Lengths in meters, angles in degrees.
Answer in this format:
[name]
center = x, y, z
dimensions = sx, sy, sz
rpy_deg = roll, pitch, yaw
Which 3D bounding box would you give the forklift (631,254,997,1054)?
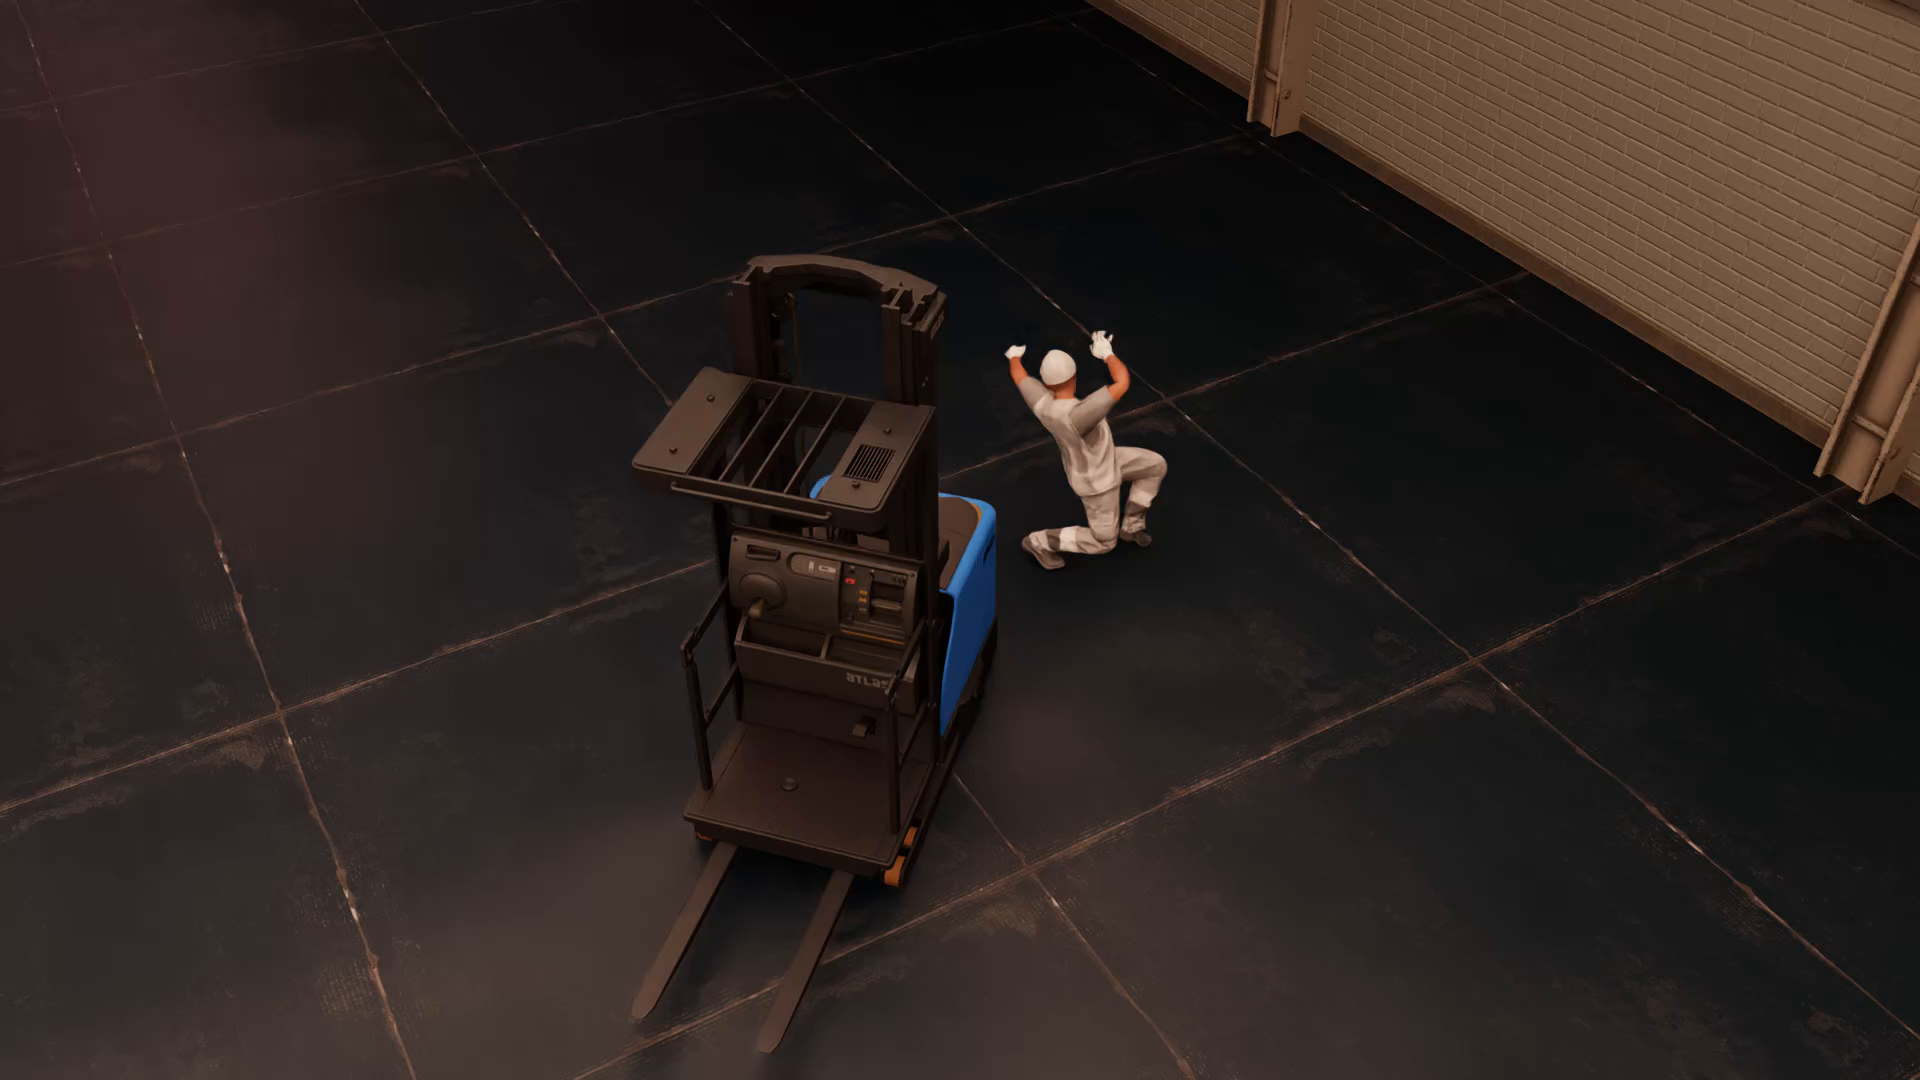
[forklift]
center = -0.708, 0.306, 7.668
dimensions = 1.130, 2.935, 3.031
rpy_deg = 11, 41, 13

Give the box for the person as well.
[person]
center = 0.771, -0.646, 9.932
dimensions = 0.890, 1.533, 1.096
rpy_deg = -6, 40, -8
